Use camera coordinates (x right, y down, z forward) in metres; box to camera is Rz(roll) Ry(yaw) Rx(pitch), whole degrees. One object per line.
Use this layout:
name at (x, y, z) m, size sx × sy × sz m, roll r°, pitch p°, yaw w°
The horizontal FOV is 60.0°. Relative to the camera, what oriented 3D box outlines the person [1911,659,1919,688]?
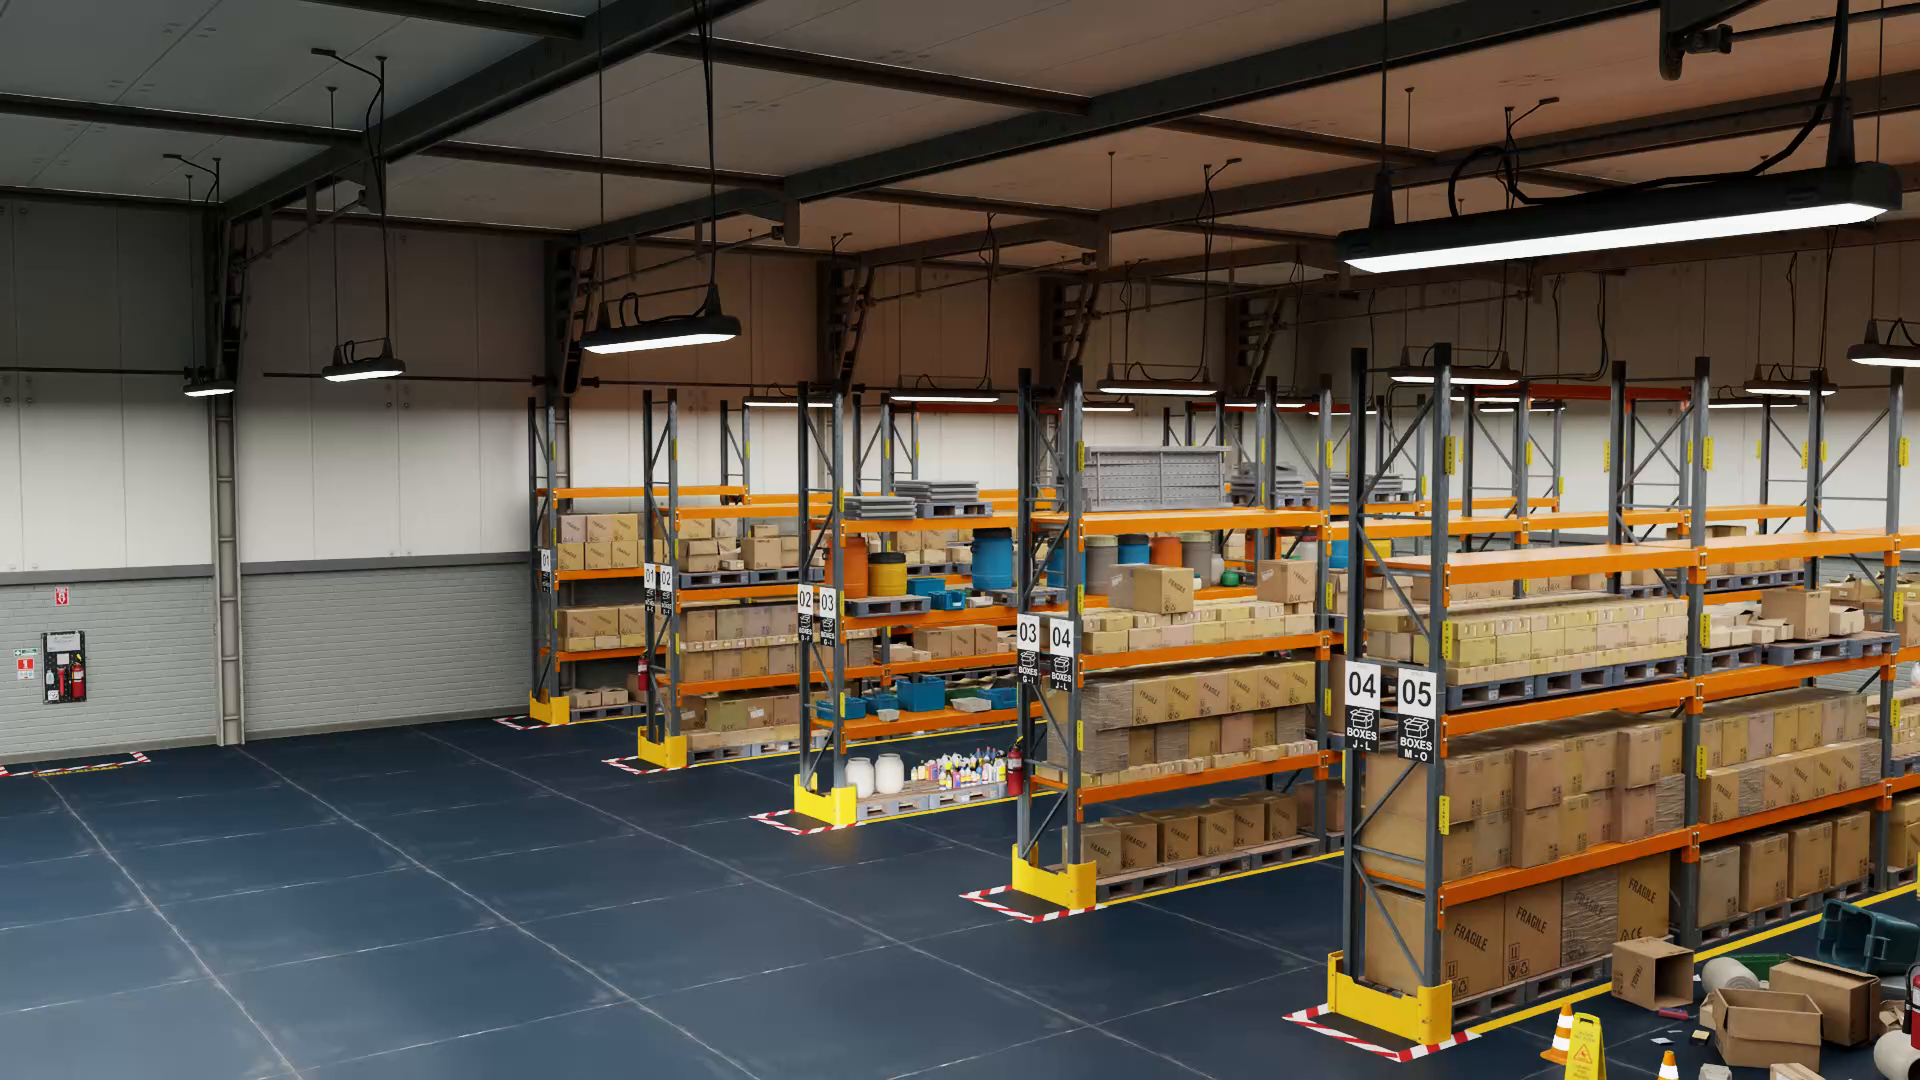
person at (16.038, 2.628, 27.598) m, size 0.993 × 1.755 × 0.581 m, roll -3°, pitch 4°, yaw -38°
